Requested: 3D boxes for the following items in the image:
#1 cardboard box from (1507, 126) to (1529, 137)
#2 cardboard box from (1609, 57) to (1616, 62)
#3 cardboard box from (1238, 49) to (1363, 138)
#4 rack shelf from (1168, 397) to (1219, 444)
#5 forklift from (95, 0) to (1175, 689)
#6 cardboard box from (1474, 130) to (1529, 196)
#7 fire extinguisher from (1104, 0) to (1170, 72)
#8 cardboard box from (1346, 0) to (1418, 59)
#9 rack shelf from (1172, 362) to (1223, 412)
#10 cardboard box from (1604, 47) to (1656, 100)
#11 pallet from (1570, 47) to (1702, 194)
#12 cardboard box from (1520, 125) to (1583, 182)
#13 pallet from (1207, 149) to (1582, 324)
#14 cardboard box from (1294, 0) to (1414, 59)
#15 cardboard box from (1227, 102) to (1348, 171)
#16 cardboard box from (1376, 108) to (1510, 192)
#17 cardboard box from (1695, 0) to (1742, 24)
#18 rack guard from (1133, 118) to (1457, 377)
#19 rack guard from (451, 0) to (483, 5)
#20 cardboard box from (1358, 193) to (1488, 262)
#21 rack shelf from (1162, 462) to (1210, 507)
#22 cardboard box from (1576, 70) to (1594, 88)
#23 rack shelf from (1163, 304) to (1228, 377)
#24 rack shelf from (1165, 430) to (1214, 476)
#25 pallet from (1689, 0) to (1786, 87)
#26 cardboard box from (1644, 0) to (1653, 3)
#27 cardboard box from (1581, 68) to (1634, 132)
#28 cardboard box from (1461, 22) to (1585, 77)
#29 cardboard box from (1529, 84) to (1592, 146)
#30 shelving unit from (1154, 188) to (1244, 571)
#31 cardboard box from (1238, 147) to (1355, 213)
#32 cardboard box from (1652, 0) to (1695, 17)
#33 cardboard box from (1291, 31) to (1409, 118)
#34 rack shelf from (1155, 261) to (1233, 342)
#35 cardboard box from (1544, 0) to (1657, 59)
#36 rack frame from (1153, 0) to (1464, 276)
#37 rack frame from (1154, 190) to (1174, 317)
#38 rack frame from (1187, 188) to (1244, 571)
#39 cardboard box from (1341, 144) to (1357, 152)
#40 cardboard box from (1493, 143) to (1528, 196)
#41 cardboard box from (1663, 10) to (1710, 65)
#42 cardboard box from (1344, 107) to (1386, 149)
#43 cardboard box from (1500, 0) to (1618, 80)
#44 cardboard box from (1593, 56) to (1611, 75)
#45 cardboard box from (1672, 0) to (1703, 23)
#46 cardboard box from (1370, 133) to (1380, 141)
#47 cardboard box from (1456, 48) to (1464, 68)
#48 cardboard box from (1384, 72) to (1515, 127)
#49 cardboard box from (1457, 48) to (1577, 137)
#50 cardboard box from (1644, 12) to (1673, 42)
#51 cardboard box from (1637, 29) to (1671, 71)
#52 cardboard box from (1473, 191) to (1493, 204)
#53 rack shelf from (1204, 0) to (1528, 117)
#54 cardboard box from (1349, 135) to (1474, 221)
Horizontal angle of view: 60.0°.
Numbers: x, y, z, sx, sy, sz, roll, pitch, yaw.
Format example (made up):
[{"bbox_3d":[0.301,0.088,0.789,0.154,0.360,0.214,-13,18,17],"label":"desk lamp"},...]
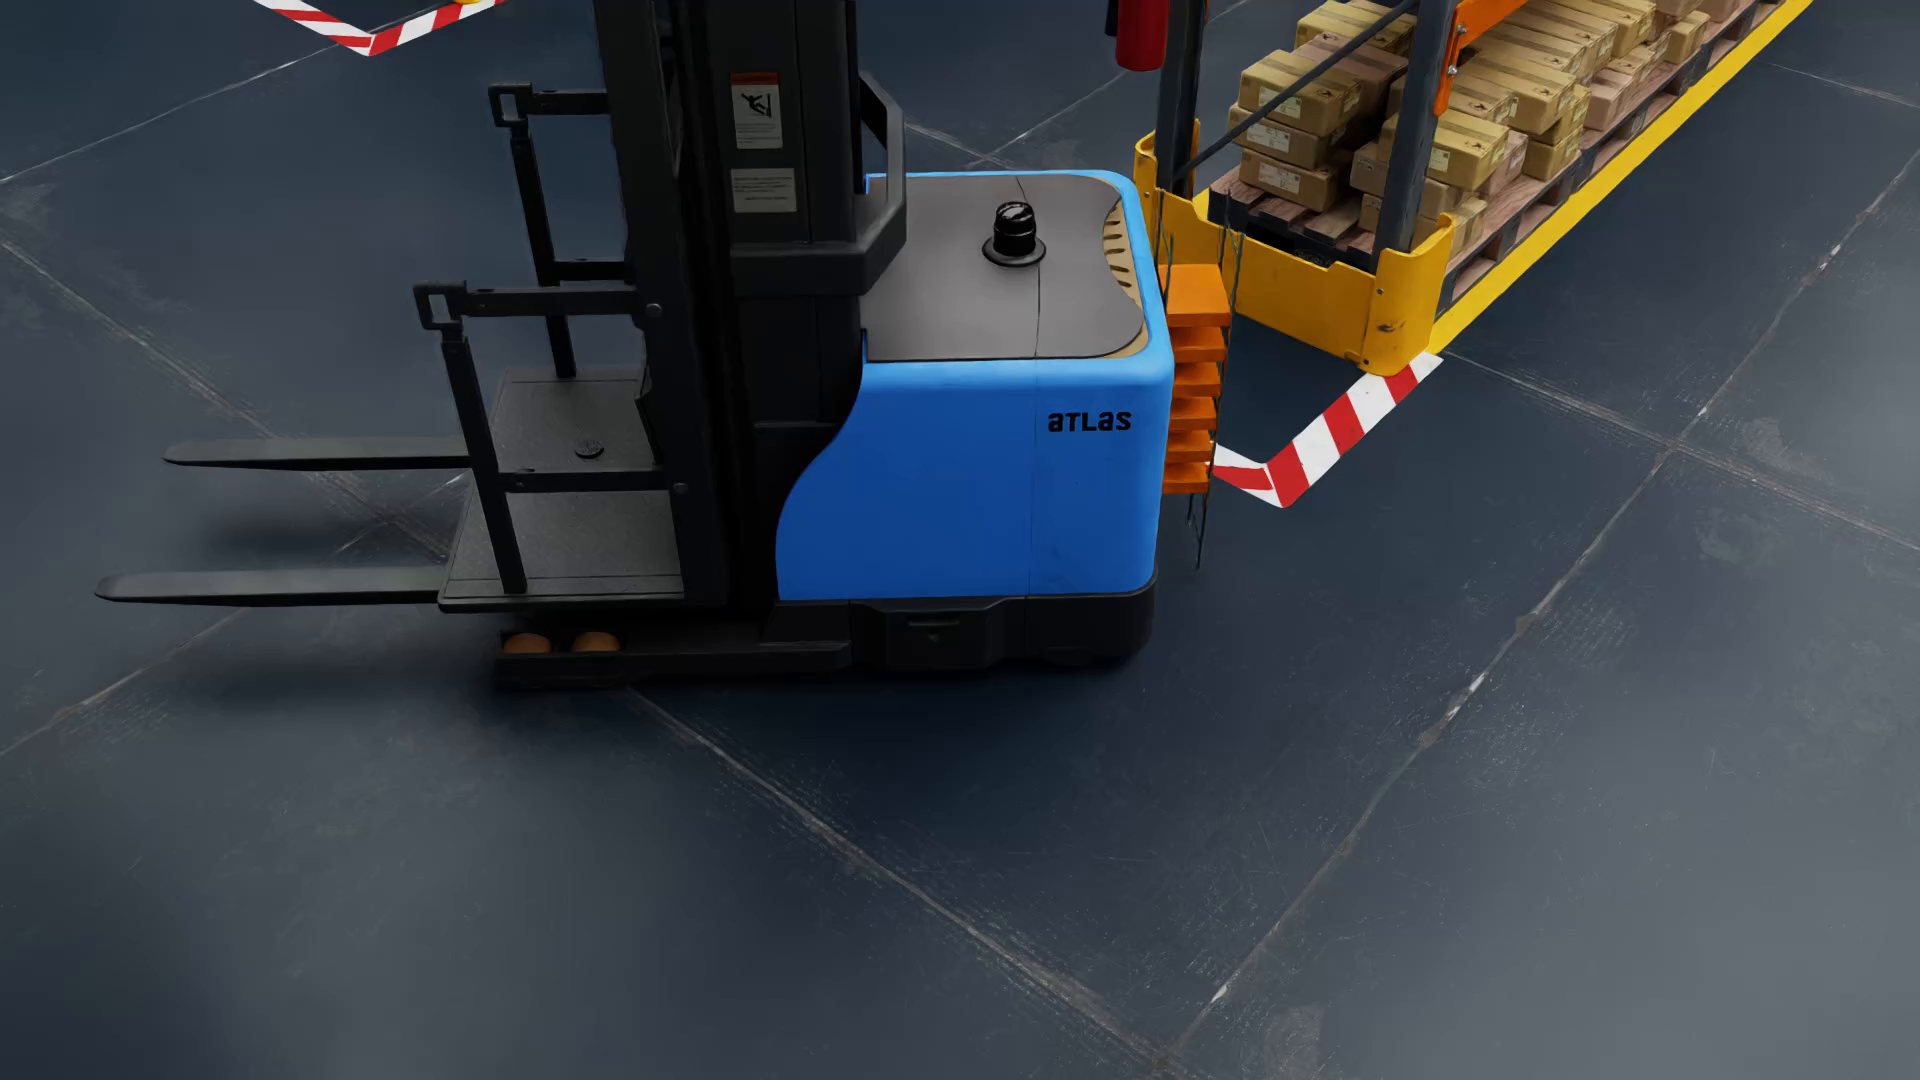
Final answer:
[{"bbox_3d":[1.969,-1.621,6.389,0.380,0.149,0.250,30,50,29],"label":"cardboard box"},{"bbox_3d":[2.639,-2.176,7.000,0.380,0.149,0.250,32,51,30],"label":"cardboard box"},{"bbox_3d":[1.272,-1.674,6.226,0.380,0.149,0.250,30,50,29],"label":"cardboard box"},{"bbox_3d":[0.643,-0.395,4.859,0.180,0.103,0.258,-1,42,-1],"label":"rack shelf"},{"bbox_3d":[-0.970,-1.020,4.193,3.031,2.935,1.130,-1,42,-1],"label":"forklift"},{"bbox_3d":[1.879,-1.457,6.208,0.380,0.149,0.250,29,50,28],"label":"cardboard box"},{"bbox_3d":[0.610,-1.875,5.417,0.296,0.674,0.183,29,50,28],"label":"fire extinguisher"},{"bbox_3d":[1.763,-2.073,6.665,0.380,0.149,0.250,27,49,27],"label":"cardboard box"},{"bbox_3d":[0.643,-0.484,4.778,0.180,0.103,0.258,-1,42,-1],"label":"rack shelf"},{"bbox_3d":[2.693,-2.005,7.032,0.380,0.149,0.250,30,50,28],"label":"cardboard box"},{"bbox_3d":[2.510,-2.007,7.300,1.003,0.211,1.213,29,50,28],"label":"pallet"},{"bbox_3d":[2.217,-1.588,6.574,0.380,0.149,0.250,30,50,29],"label":"cardboard box"},{"bbox_3d":[1.725,-1.381,6.612,1.003,0.211,1.213,29,50,28],"label":"pallet"},{"bbox_3d":[1.548,-1.967,6.548,0.380,0.149,0.250,28,49,28],"label":"cardboard box"},{"bbox_3d":[1.247,-1.577,6.341,0.380,0.149,0.250,28,49,27],"label":"cardboard box"},{"bbox_3d":[1.723,-1.414,5.941,0.380,0.149,0.250,27,49,27],"label":"cardboard box"},{"bbox_3d":[3.356,-2.520,7.599,0.380,0.149,0.250,28,49,27],"label":"cardboard box"},{"bbox_3d":[1.175,-1.085,6.072,1.175,0.500,0.348,29,50,28],"label":"rack guard"},{"bbox_3d":[-2.744,-3.125,8.315,1.175,0.500,0.348,29,50,28],"label":"rack guard"},{"bbox_3d":[1.708,-1.203,6.150,0.380,0.149,0.250,31,50,29],"label":"cardboard box"},{"bbox_3d":[0.643,-0.218,5.020,0.180,0.103,0.258,-1,42,-1],"label":"rack shelf"},{"bbox_3d":[2.315,-1.884,6.678,0.380,0.149,0.250,27,49,27],"label":"cardboard box"},{"bbox_3d":[0.643,-0.573,4.697,0.180,0.103,0.258,-1,42,-1],"label":"rack shelf"},{"bbox_3d":[0.643,-0.306,4.940,0.180,0.103,0.258,-1,42,-1],"label":"rack shelf"},{"bbox_3d":[3.295,-2.638,7.994,1.003,0.211,1.213,29,50,28],"label":"pallet"},{"bbox_3d":[2.643,-2.271,6.883,0.380,0.149,0.250,30,50,29],"label":"cardboard box"},{"bbox_3d":[2.535,-1.851,6.863,0.380,0.149,0.250,27,49,27],"label":"cardboard box"},{"bbox_3d":[2.165,-1.846,6.416,0.380,0.149,0.250,27,49,27],"label":"cardboard box"},{"bbox_3d":[2.217,-1.706,6.483,0.380,0.149,0.250,31,51,30],"label":"cardboard box"},{"bbox_3d":[0.643,-0.428,4.829,0.189,1.200,0.258,-1,42,-1],"label":"shelving unit"},{"bbox_3d":[1.305,-1.433,6.403,0.380,0.149,0.250,30,50,29],"label":"cardboard box"},{"bbox_3d":[2.887,-2.352,6.972,0.380,0.149,0.250,28,49,27],"label":"cardboard box"},{"bbox_3d":[1.478,-1.779,6.341,0.380,0.149,0.250,30,50,29],"label":"cardboard box"},{"bbox_3d":[0.643,-0.662,4.617,0.180,0.103,0.258,-1,42,-1],"label":"rack shelf"},{"bbox_3d":[2.555,-2.101,6.695,0.380,0.149,0.250,30,50,29],"label":"cardboard box"},{"bbox_3d":[1.126,-1.971,5.188,1.000,3.000,0.127,29,50,28],"label":"rack frame"},{"bbox_3d":[0.552,-0.426,4.827,0.006,1.200,0.240,-1,42,-1],"label":"rack frame"},{"bbox_3d":[0.735,-0.430,4.831,0.006,1.200,0.240,-1,42,-1],"label":"rack frame"},{"bbox_3d":[1.393,-1.609,6.597,0.380,0.149,0.250,31,51,30],"label":"cardboard box"},{"bbox_3d":[1.968,-1.504,6.481,0.380,0.149,0.250,30,50,29],"label":"cardboard box"},{"bbox_3d":[3.042,-2.249,7.301,0.380,0.149,0.250,29,50,28],"label":"cardboard box"},{"bbox_3d":[1.456,-1.688,6.463,0.380,0.149,0.250,28,49,28],"label":"cardboard box"},{"bbox_3d":[2.350,-1.985,6.568,0.380,0.149,0.250,32,51,30],"label":"cardboard box"},{"bbox_3d":[2.458,-2.042,6.852,0.380,0.149,0.250,32,51,30],"label":"cardboard box"},{"bbox_3d":[3.031,-2.425,7.273,0.380,0.149,0.250,31,51,29],"label":"cardboard box"},{"bbox_3d":[1.629,-1.708,6.706,0.380,0.149,0.250,29,50,28],"label":"cardboard box"},{"bbox_3d":[1.832,-1.939,6.739,0.380,0.149,0.250,29,50,28],"label":"cardboard box"},{"bbox_3d":[1.808,-1.608,6.154,0.380,0.149,0.250,30,50,29],"label":"cardboard box"},{"bbox_3d":[2.068,-1.683,6.236,0.380,0.149,0.250,29,50,28],"label":"cardboard box"},{"bbox_3d":[2.844,-2.296,7.131,0.380,0.149,0.250,27,49,27],"label":"cardboard box"},{"bbox_3d":[2.823,-2.144,7.185,0.380,0.149,0.250,30,50,29],"label":"cardboard box"},{"bbox_3d":[1.814,-1.373,6.337,0.380,0.149,0.250,29,50,28],"label":"cardboard box"},{"bbox_3d":[2.413,-2.735,6.563,1.077,0.370,4.000,29,50,28],"label":"rack shelf"},{"bbox_3d":[1.659,-1.340,6.080,0.380,0.149,0.250,32,51,30],"label":"cardboard box"}]
